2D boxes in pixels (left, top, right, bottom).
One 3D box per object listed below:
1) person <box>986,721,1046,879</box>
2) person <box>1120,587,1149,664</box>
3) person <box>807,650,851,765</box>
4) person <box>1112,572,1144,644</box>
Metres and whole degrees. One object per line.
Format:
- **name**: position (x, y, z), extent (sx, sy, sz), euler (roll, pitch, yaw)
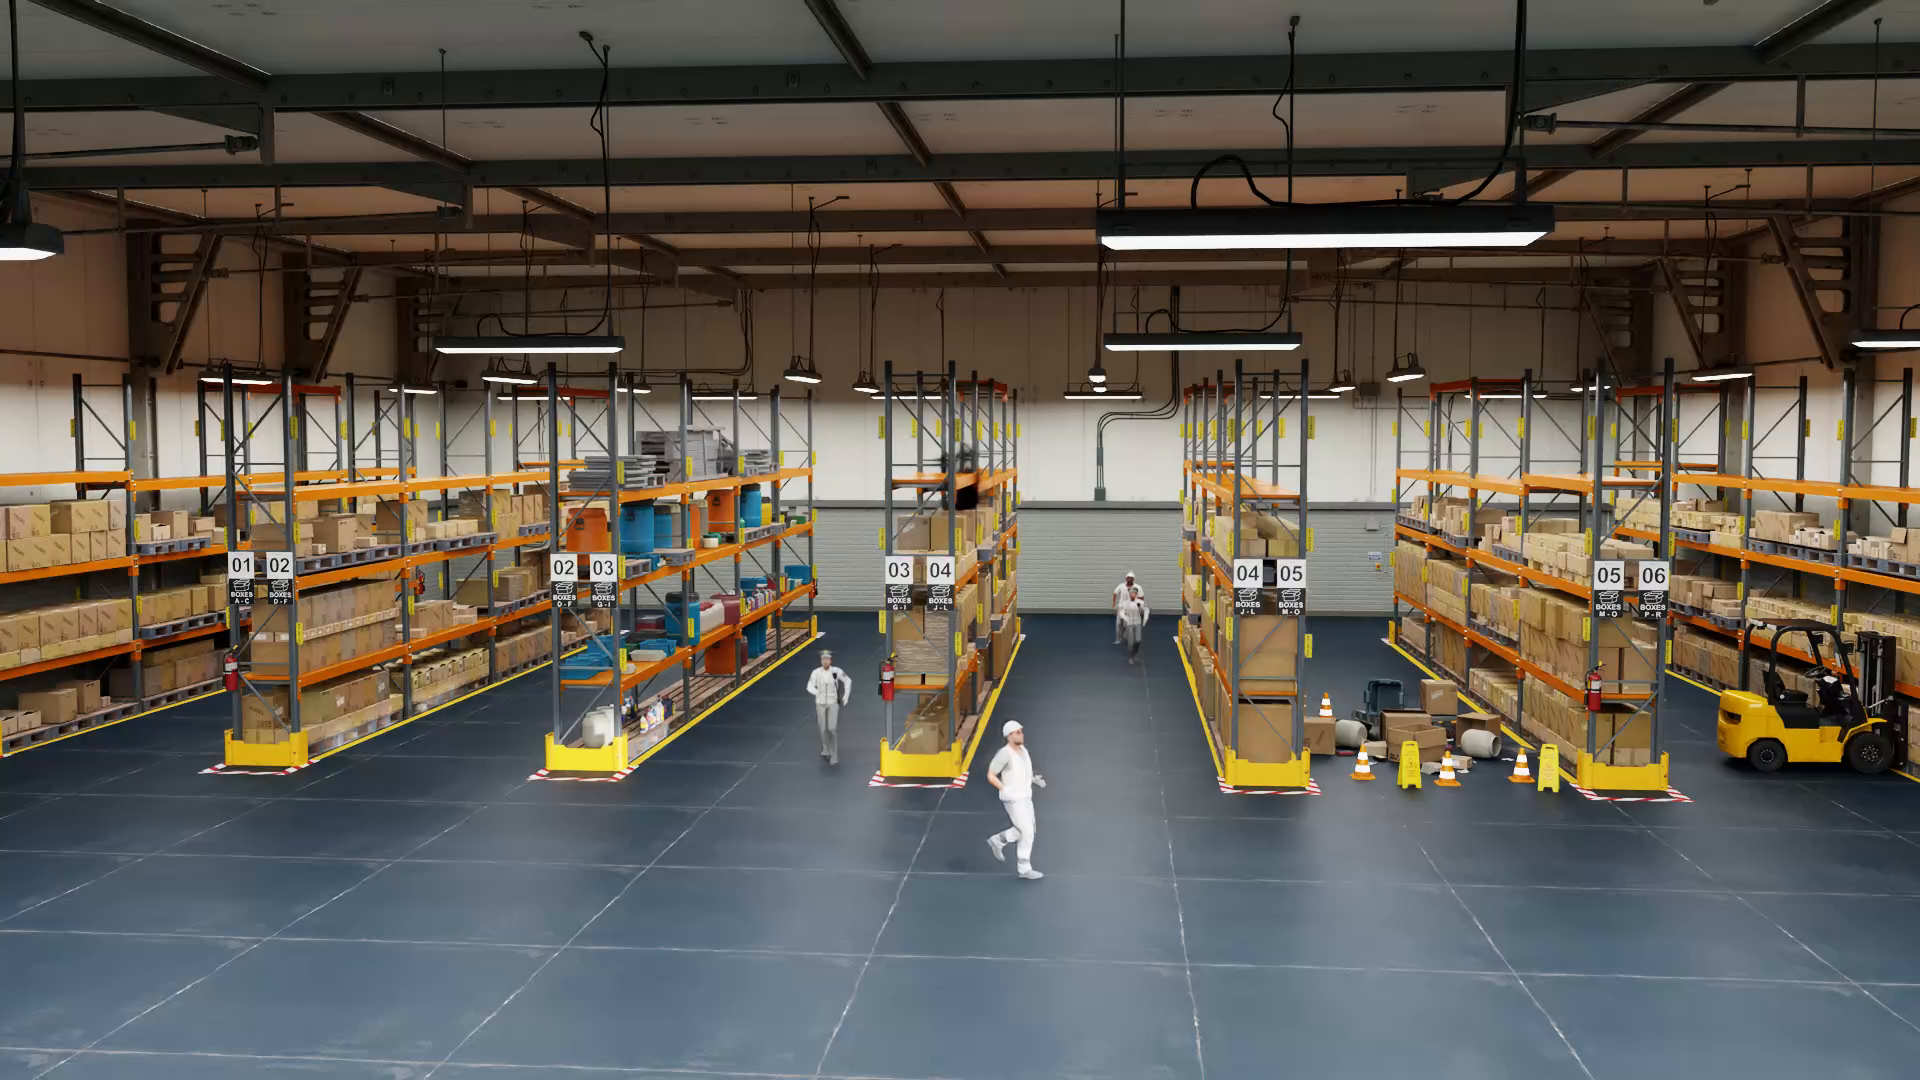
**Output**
- **person**: position (0.598, 2.902, 18.666), extent (0.786, 1.749, 0.663), euler (3, 5, 34)
- **person**: position (3.724, 1.827, 35.591), extent (0.617, 1.650, 0.591), euler (1, 4, 10)
- **person**: position (-1.988, 2.525, 25.115), extent (0.632, 1.764, 0.722), euler (0, 4, 5)
- **person**: position (3.928, 1.594, 38.942), extent (0.737, 1.699, 0.607), euler (1, 4, 20)
